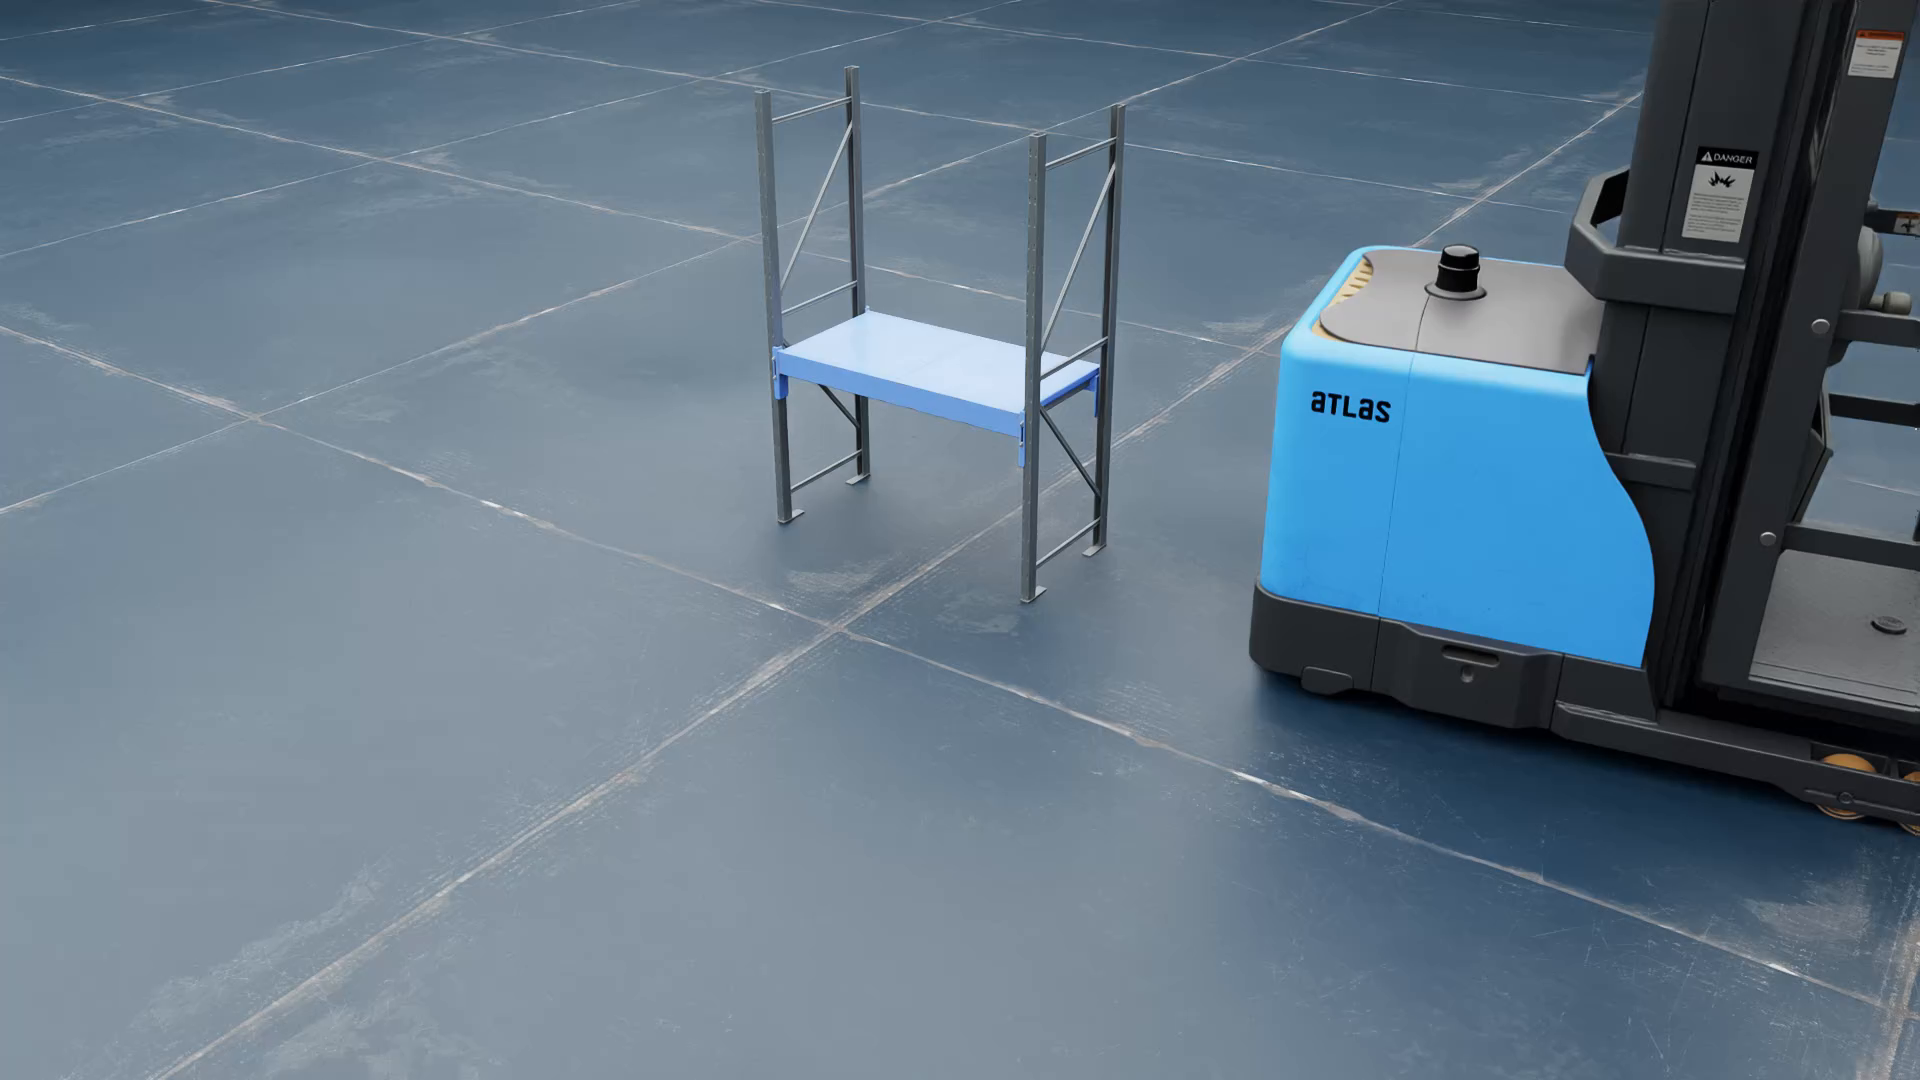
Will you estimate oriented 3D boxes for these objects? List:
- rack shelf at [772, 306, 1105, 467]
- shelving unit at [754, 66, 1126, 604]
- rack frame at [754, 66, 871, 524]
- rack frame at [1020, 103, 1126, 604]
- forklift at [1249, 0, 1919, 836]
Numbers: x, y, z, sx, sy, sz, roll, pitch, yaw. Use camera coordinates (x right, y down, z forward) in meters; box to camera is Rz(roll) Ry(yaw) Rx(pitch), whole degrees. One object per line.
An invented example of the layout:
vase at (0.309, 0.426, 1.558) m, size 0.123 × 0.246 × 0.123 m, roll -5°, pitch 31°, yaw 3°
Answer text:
rack shelf at (-0.070, -0.530, 5.534) m, size 1.000 × 0.185 × 0.538 m, roll 17°, pitch 32°, yaw 30°
shelving unit at (-0.070, -0.690, 5.453) m, size 1.048 × 1.500 × 0.538 m, roll 17°, pitch 32°, yaw 30°
rack frame at (-0.489, -0.821, 5.709) m, size 0.032 × 1.500 × 0.500 m, roll 17°, pitch 32°, yaw 30°
rack frame at (0.349, -0.560, 5.196) m, size 0.032 × 1.500 × 0.500 m, roll 17°, pitch 32°, yaw 30°
forklift at (2.420, -0.820, 4.129) m, size 3.031 × 2.935 × 1.130 m, roll 11°, pitch 29°, yaw 21°
